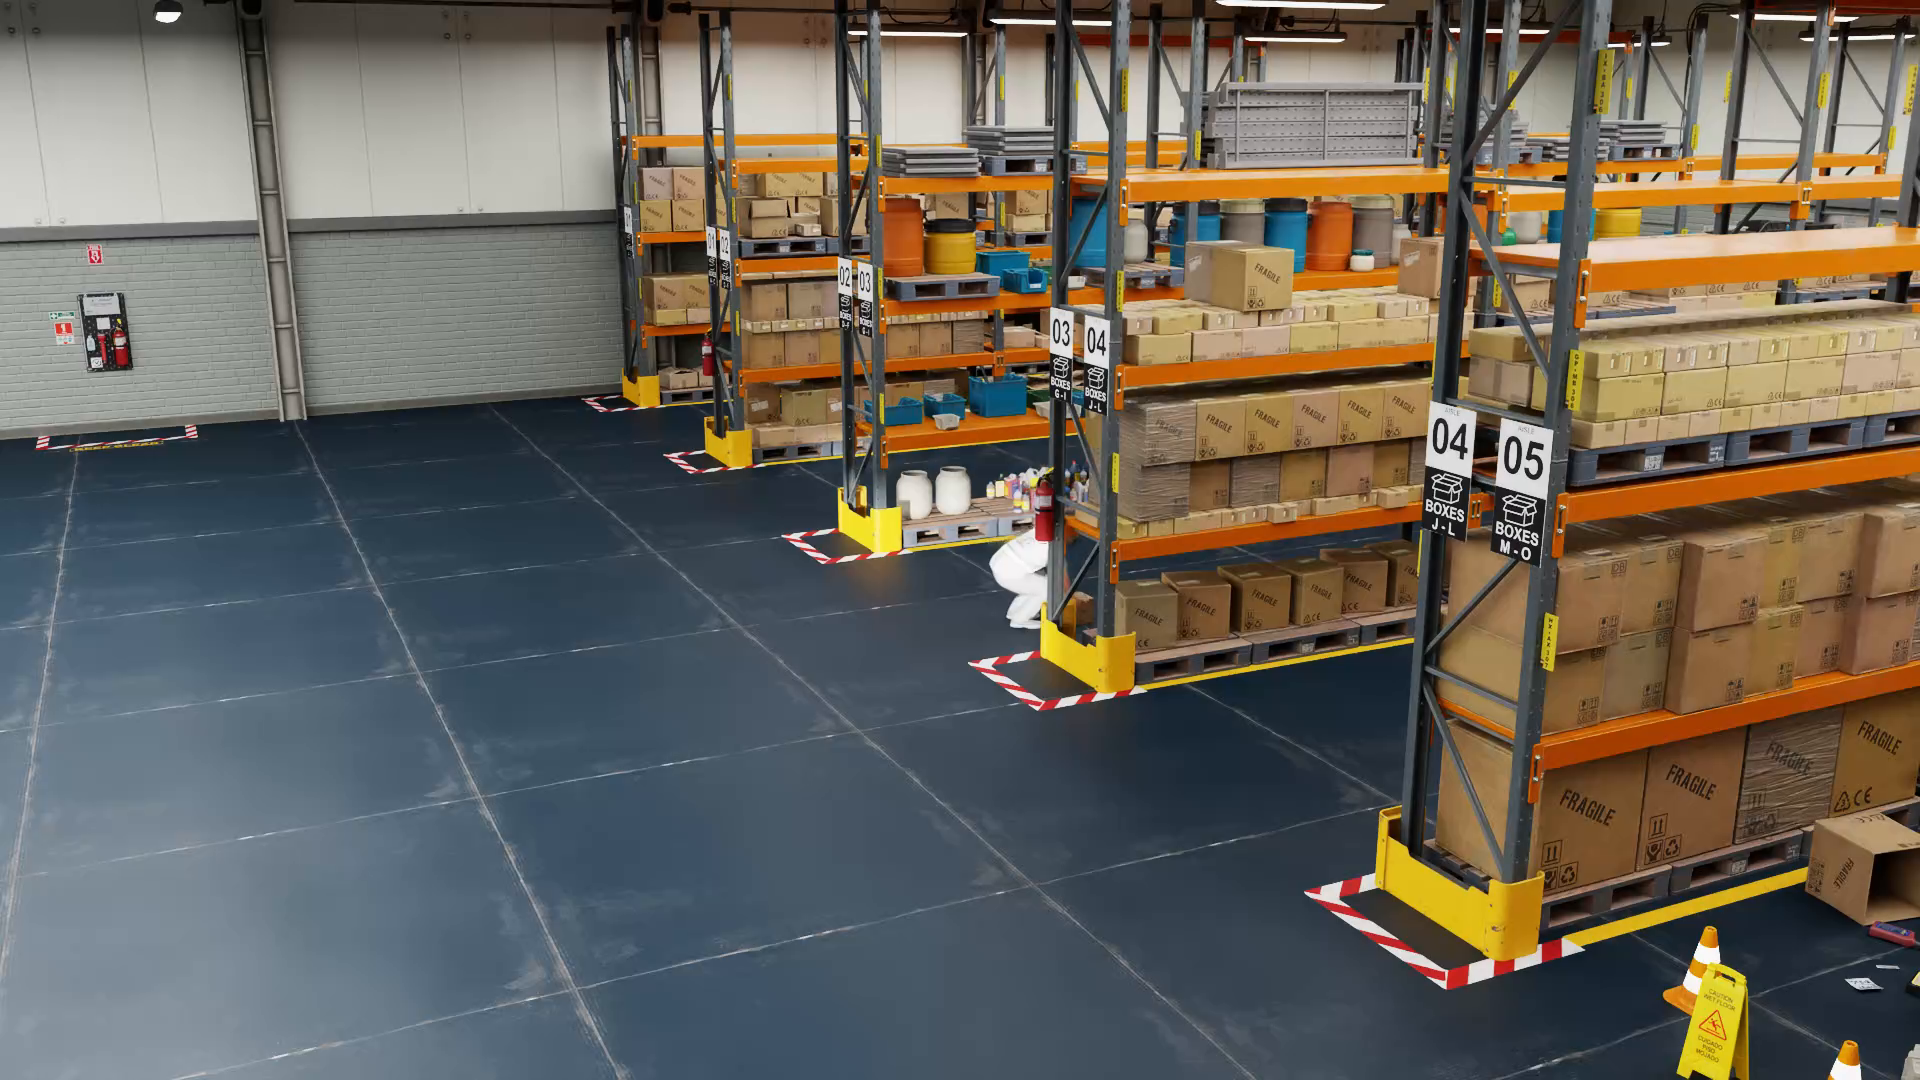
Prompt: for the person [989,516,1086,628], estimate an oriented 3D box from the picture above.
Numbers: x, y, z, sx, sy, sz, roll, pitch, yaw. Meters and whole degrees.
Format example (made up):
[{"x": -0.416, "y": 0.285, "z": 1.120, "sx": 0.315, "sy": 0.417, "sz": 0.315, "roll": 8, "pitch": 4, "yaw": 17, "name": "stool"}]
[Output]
[{"x": 0.757, "y": 0.300, "z": 16.110, "sx": 0.943, "sy": 1.029, "sz": 0.566, "roll": -2, "pitch": 15, "yaw": -7, "name": "person"}]
